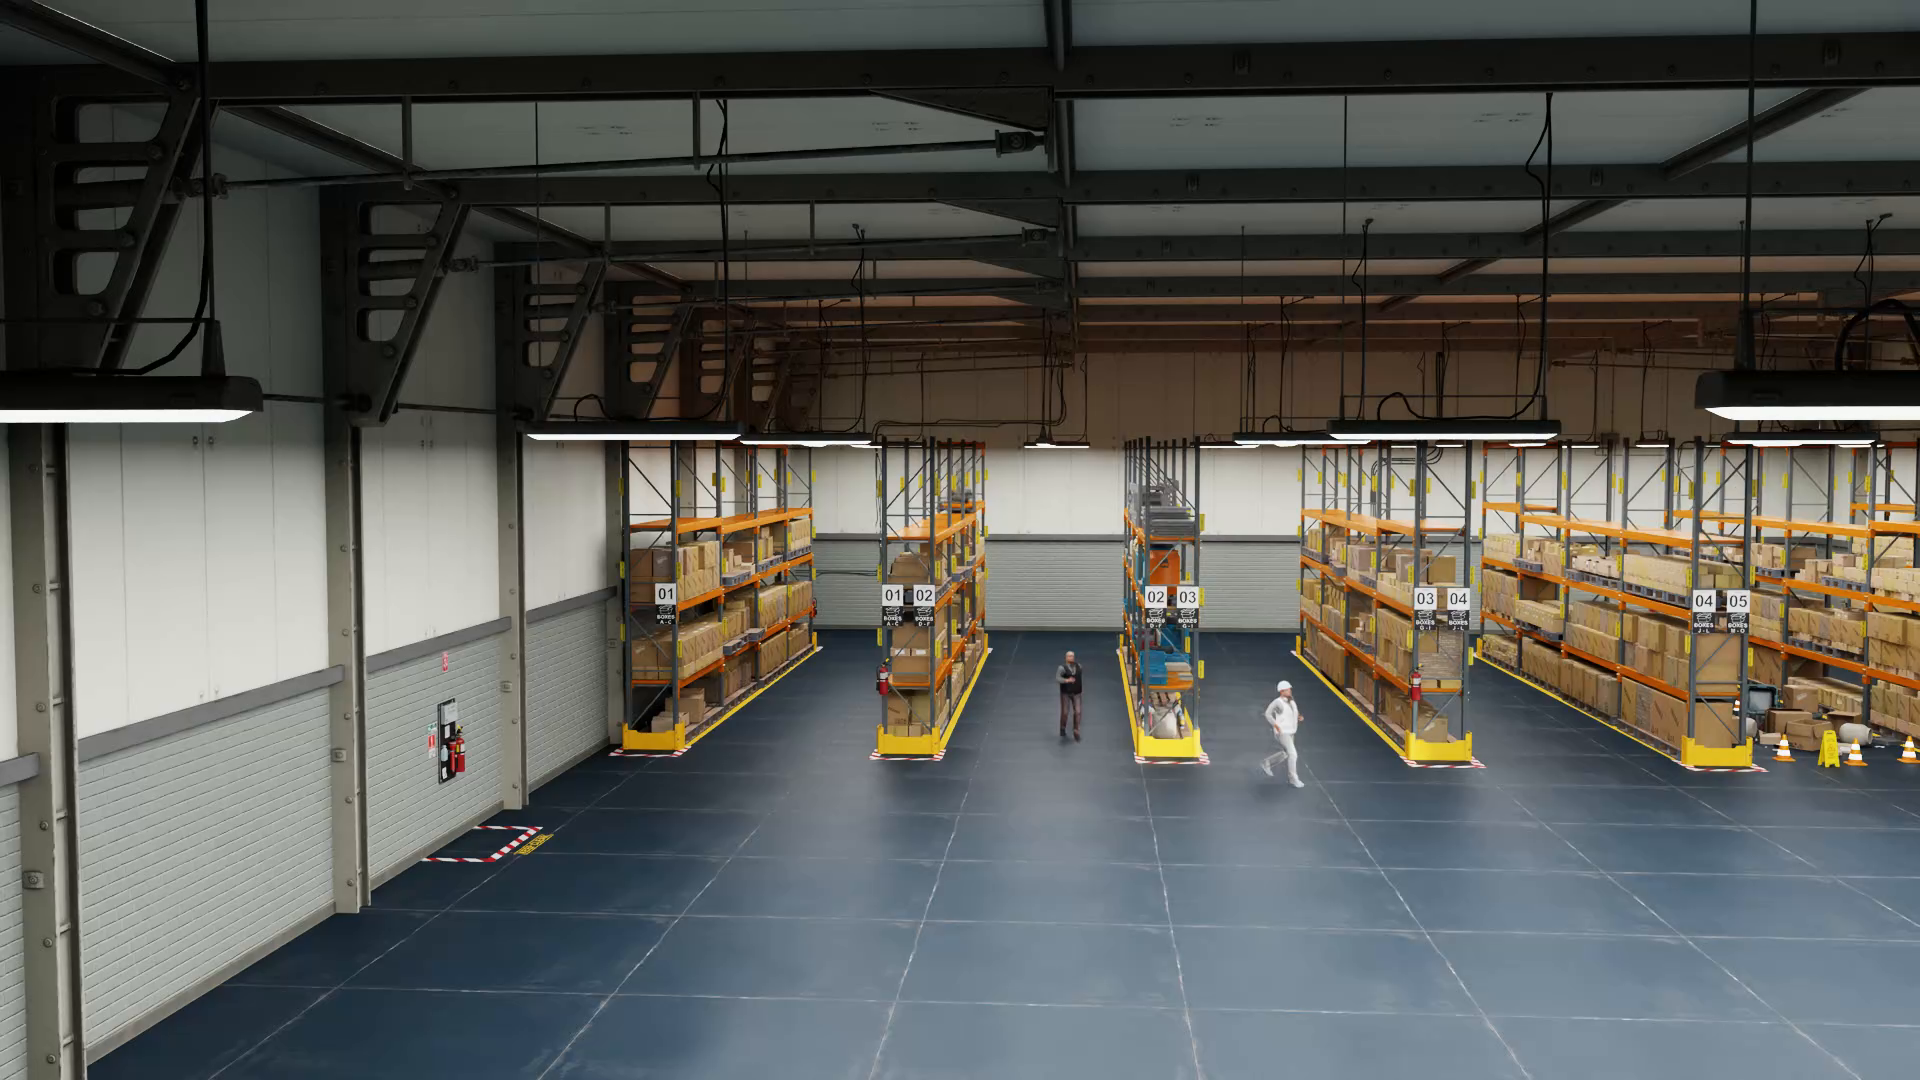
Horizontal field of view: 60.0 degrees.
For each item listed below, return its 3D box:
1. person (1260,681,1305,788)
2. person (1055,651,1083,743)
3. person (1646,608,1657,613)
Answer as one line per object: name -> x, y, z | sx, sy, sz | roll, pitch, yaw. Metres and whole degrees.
person -> 5.568, 3.308, 28.599 | 0.888, 1.786, 0.649 | 3, 4, 41
person -> 2.178, 3.098, 32.957 | 0.645, 1.794, 0.808 | -1, 3, -11
person -> 19.812, 2.368, 47.340 | 0.874, 1.731, 0.697 | 1, 3, 15
